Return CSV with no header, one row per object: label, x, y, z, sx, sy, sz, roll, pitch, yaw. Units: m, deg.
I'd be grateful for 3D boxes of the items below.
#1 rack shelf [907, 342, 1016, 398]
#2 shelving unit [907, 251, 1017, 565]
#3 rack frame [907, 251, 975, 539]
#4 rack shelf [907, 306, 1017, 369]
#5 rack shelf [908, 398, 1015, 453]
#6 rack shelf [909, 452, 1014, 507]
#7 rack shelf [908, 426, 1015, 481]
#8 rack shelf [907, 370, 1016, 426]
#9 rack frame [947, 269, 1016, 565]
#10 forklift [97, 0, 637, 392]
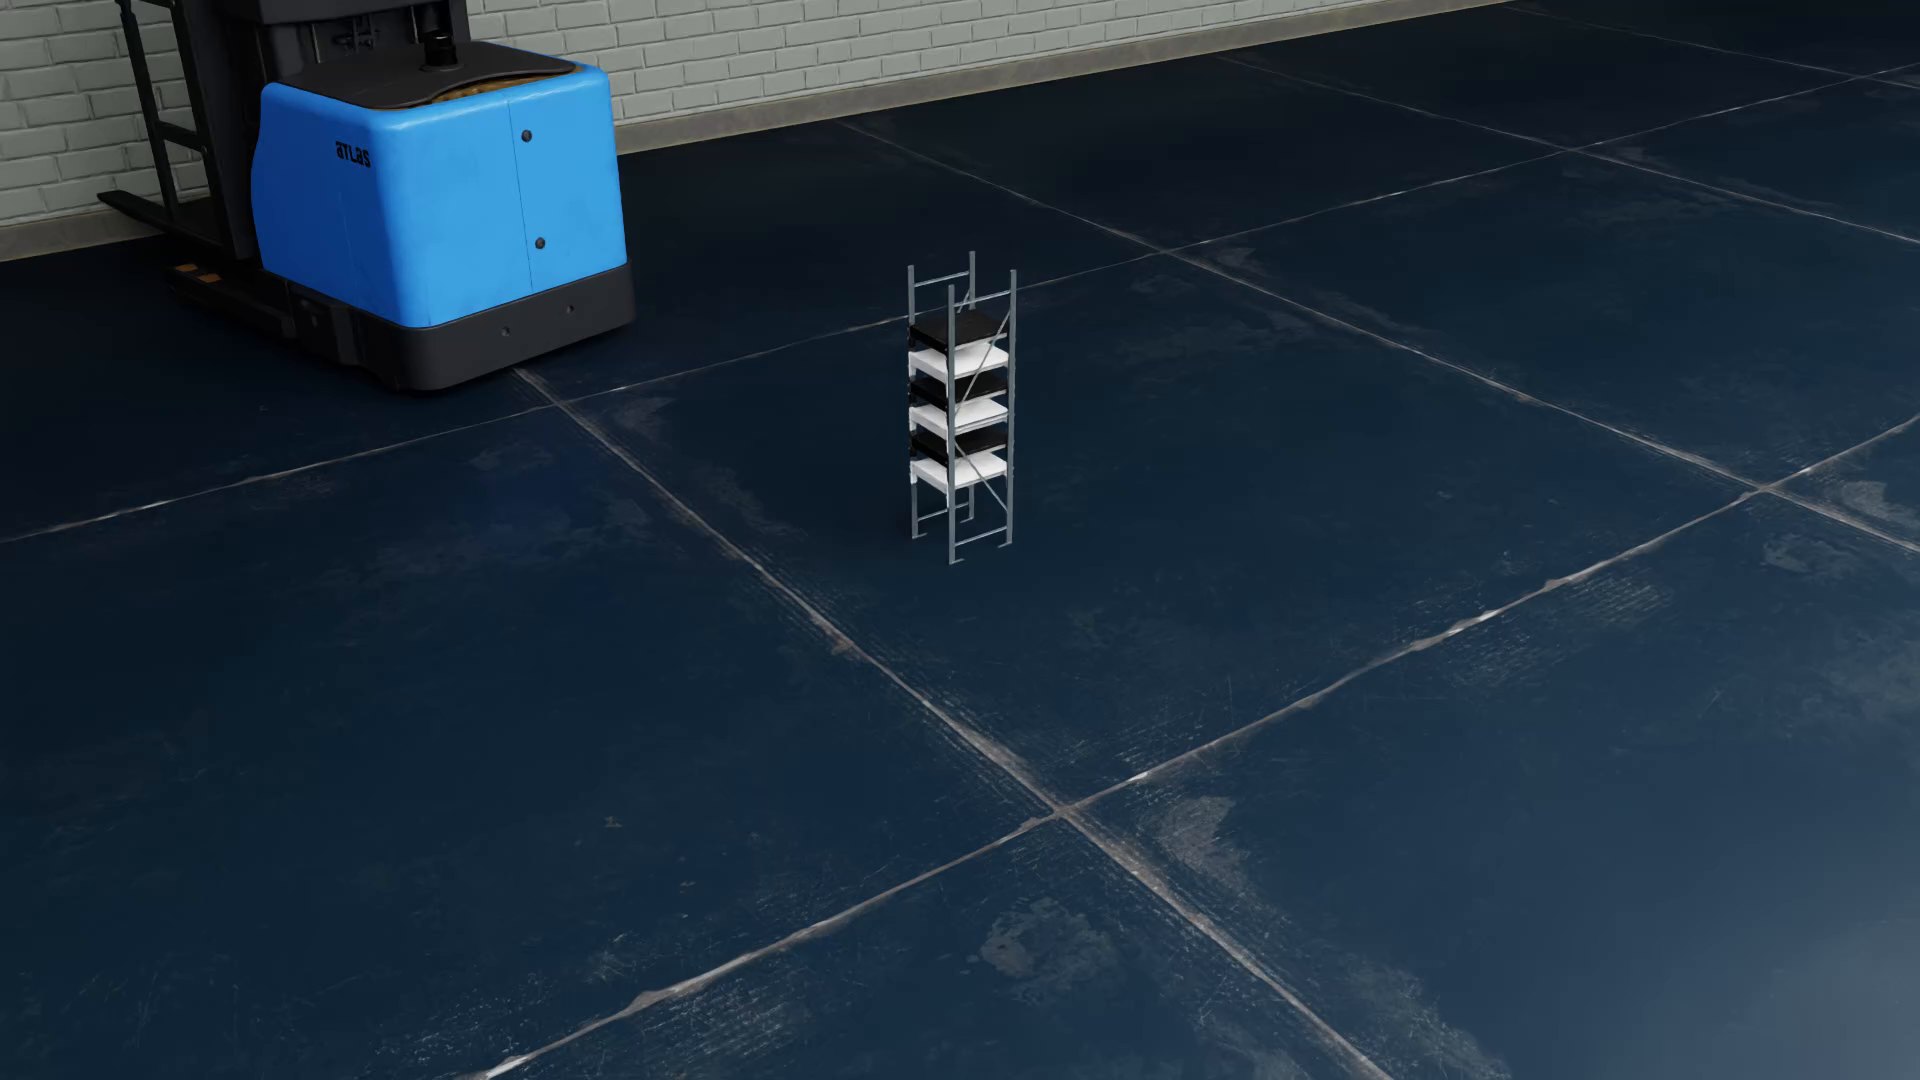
rack shelf,0.005,-0.521,4.959,0.258,0.077,0.200,-19,34,-31
shelving unit,0.005,-0.392,5.029,0.258,0.900,0.210,-19,34,-31
rack frame,-0.054,-0.432,5.102,0.240,0.900,0.006,-19,34,-31
rack shelf,0.005,-0.600,4.916,0.258,0.077,0.200,-19,34,-31
rack shelf,0.005,-0.363,5.045,0.258,0.077,0.200,-19,34,-31
rack shelf,0.005,-0.205,5.131,0.258,0.077,0.200,-19,34,-31
rack shelf,0.005,-0.284,5.088,0.258,0.077,0.200,-19,34,-31
rack shelf,0.005,-0.442,5.002,0.258,0.077,0.200,-19,34,-31
rack frame,0.064,-0.353,4.957,0.240,0.900,0.006,-19,34,-31
forklift,-2.765,-2.411,6.618,3.031,2.935,1.130,22,35,35
